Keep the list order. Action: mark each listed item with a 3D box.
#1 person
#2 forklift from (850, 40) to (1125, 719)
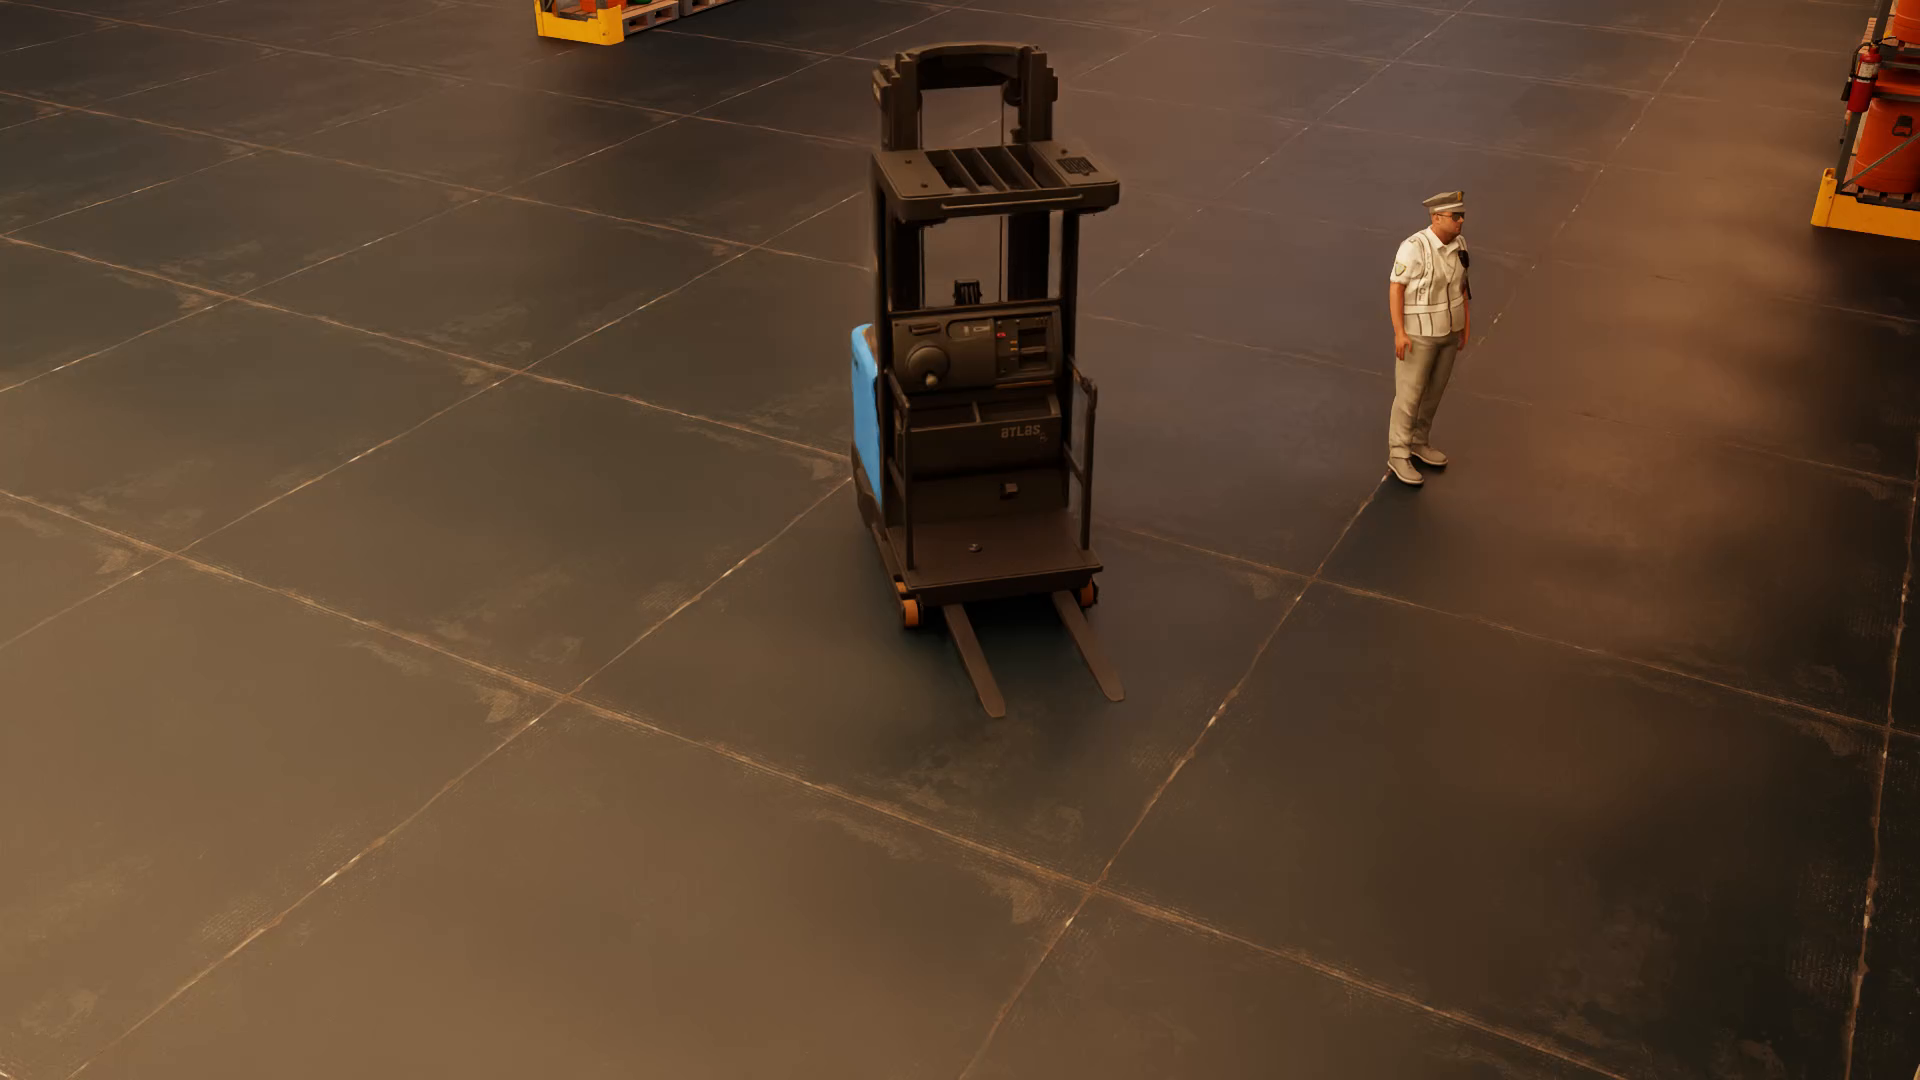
[{"bbox_3d":[3.006,-1.301,10.461,0.638,1.781,0.577,-16,34,-26],"label":"person"},{"bbox_3d":[0.147,-0.989,8.783,1.130,2.935,3.031,-7,31,-11],"label":"forklift"}]
